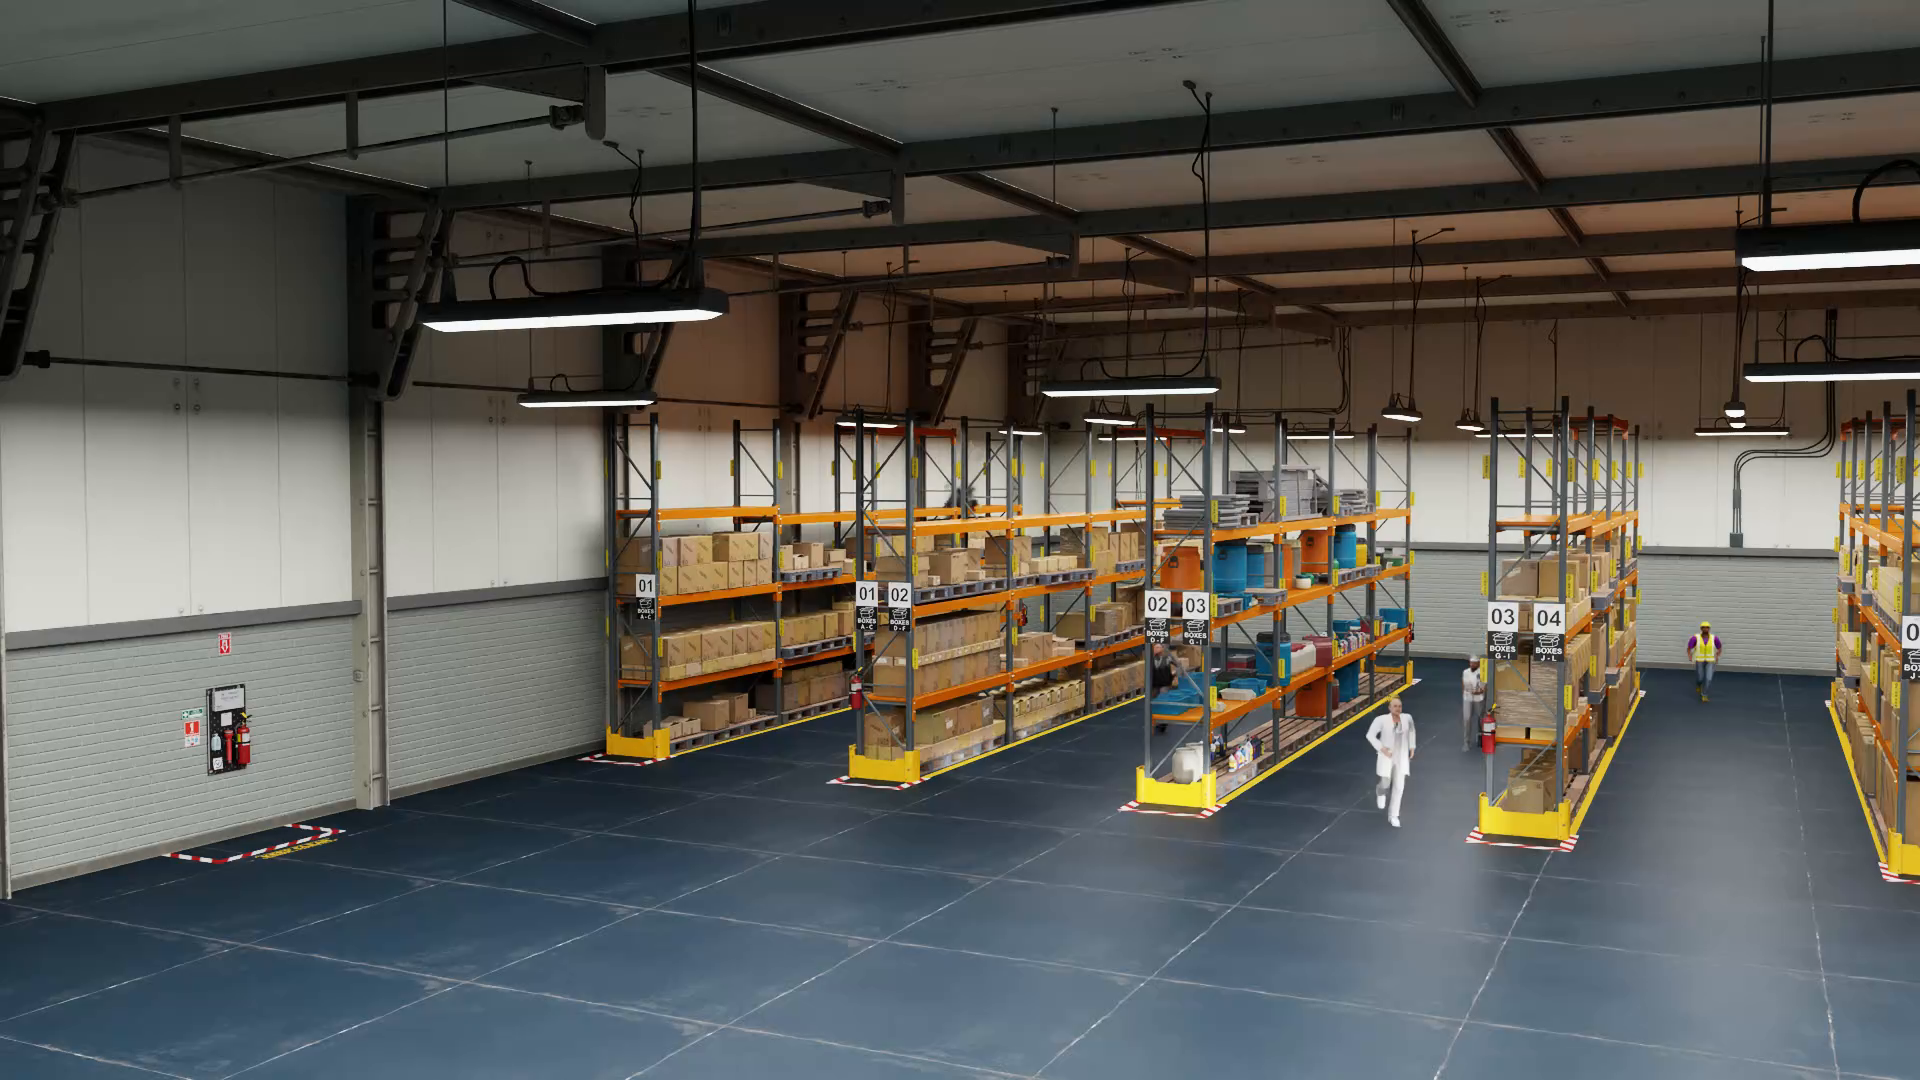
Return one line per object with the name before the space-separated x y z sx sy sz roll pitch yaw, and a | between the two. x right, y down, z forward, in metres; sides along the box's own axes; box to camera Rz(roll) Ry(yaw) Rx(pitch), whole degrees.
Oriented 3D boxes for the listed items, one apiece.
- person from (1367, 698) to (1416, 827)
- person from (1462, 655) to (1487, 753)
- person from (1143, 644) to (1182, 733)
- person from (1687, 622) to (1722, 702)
person | 6.169 3.130 23.741 0.736 1.769 1.002 0 2 -2
person | 9.270 2.910 29.879 0.543 1.719 1.063 1 3 25
person | 3.826 2.808 31.658 0.664 1.701 0.853 1 3 28
person | 16.163 2.629 36.087 0.706 1.725 0.654 1 3 18
